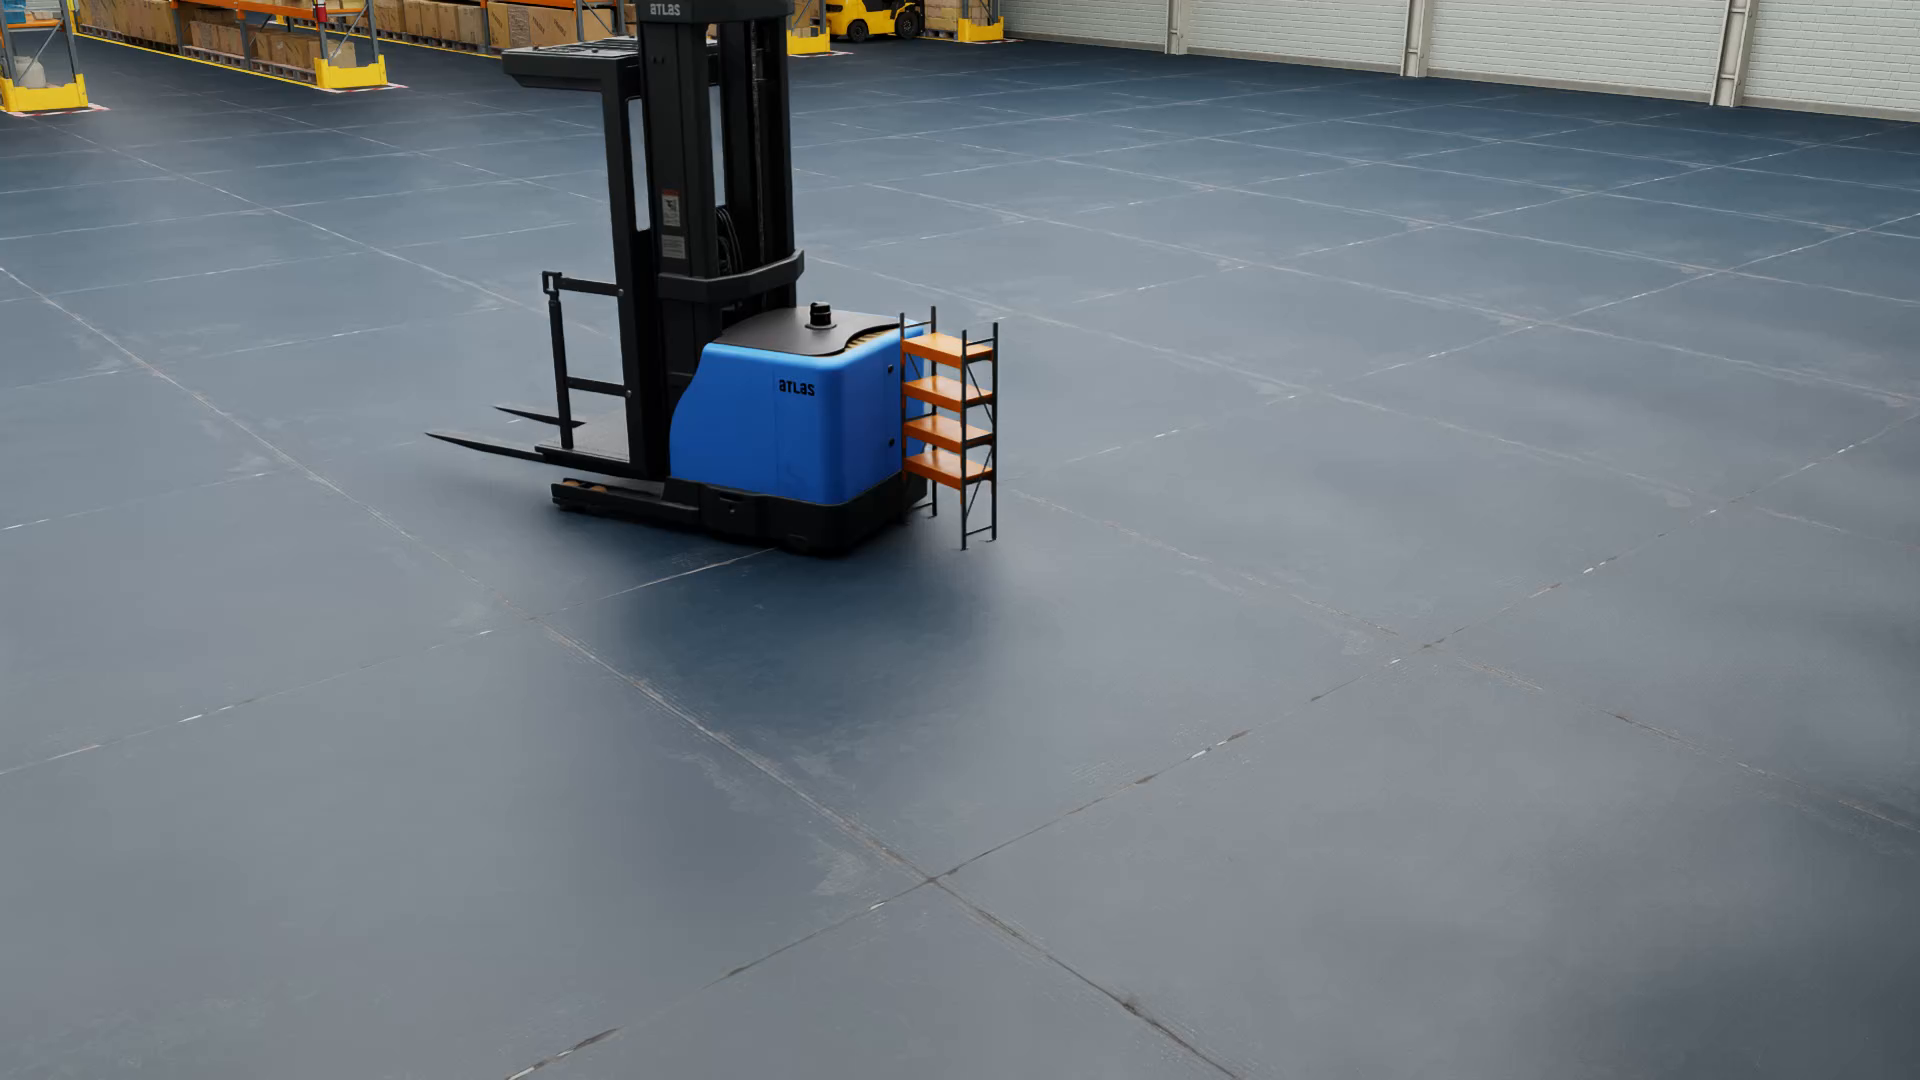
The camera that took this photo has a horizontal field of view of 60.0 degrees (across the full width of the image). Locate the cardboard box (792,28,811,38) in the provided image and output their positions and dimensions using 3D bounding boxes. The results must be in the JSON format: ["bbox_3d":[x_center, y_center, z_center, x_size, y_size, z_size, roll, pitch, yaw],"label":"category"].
[{"bbox_3d":[-3.606,-11.053,36.286,0.500,0.250,0.500,-18,28,-38],"label":"cardboard box"}]

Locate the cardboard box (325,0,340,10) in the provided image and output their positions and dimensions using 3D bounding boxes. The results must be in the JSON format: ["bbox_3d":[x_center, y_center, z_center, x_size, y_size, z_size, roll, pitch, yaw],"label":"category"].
[{"bbox_3d":[-11.139,-9.403,29.222,0.380,0.149,0.250,-17,27,-37],"label":"cardboard box"}]

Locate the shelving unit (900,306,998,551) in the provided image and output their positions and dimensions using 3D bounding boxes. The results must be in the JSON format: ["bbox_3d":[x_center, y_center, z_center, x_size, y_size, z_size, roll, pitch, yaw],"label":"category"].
[{"bbox_3d":[-0.061,-0.598,8.864,0.258,1.200,0.503,-18,28,-38],"label":"shelving unit"}]

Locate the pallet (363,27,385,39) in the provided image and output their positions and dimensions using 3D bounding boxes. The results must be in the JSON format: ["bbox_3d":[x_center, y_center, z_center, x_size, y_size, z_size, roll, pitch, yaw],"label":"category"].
[{"bbox_3d":[-13.496,-12.108,39.608,1.003,0.211,1.213,-17,27,-37],"label":"pallet"}]

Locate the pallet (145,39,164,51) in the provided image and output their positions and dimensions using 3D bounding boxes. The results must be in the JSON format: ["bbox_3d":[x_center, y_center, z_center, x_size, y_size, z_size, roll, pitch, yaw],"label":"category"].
[{"bbox_3d":[-17.268,-10.975,36.714,1.003,0.211,1.213,-17,27,-37],"label":"pallet"}]

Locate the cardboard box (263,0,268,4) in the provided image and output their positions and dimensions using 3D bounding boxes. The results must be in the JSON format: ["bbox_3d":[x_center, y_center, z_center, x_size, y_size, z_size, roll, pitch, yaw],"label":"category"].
[{"bbox_3d":[-12.660,-10.008,30.767,0.380,0.149,0.250,-17,27,-37],"label":"cardboard box"}]

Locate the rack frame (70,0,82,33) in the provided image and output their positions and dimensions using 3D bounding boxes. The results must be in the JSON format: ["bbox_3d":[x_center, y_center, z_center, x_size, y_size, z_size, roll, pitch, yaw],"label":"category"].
[{"bbox_3d":[-21.240,-13.911,40.387,1.000,3.000,0.127,-17,27,-37],"label":"rack frame"}]

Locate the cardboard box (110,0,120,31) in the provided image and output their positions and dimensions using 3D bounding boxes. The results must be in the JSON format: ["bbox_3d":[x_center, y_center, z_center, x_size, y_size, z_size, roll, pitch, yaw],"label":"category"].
[{"bbox_3d":[-19.000,-12.213,38.390,0.875,0.875,0.875,-17,27,-37],"label":"cardboard box"}]

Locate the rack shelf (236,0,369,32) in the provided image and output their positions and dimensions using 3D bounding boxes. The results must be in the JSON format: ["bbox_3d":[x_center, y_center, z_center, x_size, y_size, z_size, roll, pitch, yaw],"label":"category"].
[{"bbox_3d":[-12.102,-9.708,30.643,1.077,0.370,4.000,-17,27,-37],"label":"rack shelf"}]

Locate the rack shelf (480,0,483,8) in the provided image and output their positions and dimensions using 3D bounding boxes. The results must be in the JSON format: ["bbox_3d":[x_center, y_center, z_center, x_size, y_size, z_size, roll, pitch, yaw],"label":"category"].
[{"bbox_3d":[-10.889,-11.966,36.408,1.077,0.370,4.000,-17,27,-37],"label":"rack shelf"}]

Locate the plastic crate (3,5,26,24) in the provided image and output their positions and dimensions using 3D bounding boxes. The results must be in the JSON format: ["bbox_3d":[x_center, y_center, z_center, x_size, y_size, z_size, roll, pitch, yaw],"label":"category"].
[{"bbox_3d":[-15.102,-8.309,26.289,0.499,0.251,0.616,-17,27,-37],"label":"plastic crate"}]

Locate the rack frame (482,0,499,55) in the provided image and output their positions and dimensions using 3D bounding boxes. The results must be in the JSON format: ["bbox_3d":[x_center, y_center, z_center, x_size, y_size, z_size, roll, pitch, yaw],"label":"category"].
[{"bbox_3d":[-9.584,-11.748,34.866,1.000,3.000,0.127,-17,27,-37],"label":"rack frame"}]

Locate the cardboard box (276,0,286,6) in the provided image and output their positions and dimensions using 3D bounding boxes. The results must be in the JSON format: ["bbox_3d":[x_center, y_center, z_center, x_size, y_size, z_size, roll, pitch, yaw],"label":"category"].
[{"bbox_3d":[-12.198,-9.792,30.216,0.380,0.149,0.250,-17,27,-37],"label":"cardboard box"}]

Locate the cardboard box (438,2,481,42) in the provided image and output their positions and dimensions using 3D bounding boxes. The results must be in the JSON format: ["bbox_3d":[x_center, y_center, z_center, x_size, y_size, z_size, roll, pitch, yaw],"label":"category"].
[{"bbox_3d":[-10.684,-11.314,36.265,1.050,0.750,0.750,-17,27,-37],"label":"cardboard box"}]

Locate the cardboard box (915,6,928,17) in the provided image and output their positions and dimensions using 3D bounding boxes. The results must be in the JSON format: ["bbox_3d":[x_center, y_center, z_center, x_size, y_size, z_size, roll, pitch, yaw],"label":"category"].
[{"bbox_3d":[-0.758,-12.519,39.342,0.500,0.250,0.500,-18,28,-39],"label":"cardboard box"}]

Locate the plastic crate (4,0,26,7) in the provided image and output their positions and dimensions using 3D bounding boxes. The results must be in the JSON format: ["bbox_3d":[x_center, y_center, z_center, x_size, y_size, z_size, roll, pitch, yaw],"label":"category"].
[{"bbox_3d":[-16.232,-9.106,28.323,0.499,0.251,0.616,-17,27,-37],"label":"plastic crate"}]

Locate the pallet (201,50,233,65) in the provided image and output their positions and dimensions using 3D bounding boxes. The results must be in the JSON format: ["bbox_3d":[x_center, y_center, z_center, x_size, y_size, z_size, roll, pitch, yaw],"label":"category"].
[{"bbox_3d":[-14.717,-9.849,33.840,1.003,0.211,1.213,-17,27,-37],"label":"pallet"}]

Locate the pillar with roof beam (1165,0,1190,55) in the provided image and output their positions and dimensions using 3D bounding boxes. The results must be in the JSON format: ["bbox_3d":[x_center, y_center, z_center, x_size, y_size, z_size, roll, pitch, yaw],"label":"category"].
[{"bbox_3d":[1.352,-13.550,31.239,9.100,9.000,0.400,-17,27,-37],"label":"pillar with roof beam"}]

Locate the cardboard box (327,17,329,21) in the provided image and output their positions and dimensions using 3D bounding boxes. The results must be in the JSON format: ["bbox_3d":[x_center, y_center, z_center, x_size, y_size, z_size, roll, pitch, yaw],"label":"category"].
[{"bbox_3d":[-15.648,-13.003,41.403,0.380,0.149,0.250,-19,28,-39],"label":"cardboard box"}]

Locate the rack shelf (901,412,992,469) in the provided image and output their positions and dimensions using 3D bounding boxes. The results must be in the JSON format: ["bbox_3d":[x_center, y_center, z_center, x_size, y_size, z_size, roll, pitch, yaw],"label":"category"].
[{"bbox_3d":[-0.061,-0.535,8.889,0.258,0.148,0.480,-18,28,-38],"label":"rack shelf"}]

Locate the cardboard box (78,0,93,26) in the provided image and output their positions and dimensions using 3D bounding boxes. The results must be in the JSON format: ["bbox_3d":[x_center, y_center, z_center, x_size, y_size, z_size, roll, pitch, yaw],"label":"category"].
[{"bbox_3d":[-20.762,-12.959,40.295,0.875,0.875,0.875,-17,27,-37],"label":"cardboard box"}]

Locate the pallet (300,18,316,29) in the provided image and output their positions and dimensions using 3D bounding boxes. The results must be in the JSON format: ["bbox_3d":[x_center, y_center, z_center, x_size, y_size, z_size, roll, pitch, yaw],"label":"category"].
[{"bbox_3d":[-16.072,-13.174,42.331,1.003,0.211,1.213,-17,27,-37],"label":"pallet"}]

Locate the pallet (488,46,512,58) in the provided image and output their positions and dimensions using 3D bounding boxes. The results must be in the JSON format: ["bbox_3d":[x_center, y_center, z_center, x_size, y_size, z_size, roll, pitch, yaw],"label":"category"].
[{"bbox_3d":[-9.147,-10.221,34.790,1.003,0.211,1.213,-17,27,-37],"label":"pallet"}]

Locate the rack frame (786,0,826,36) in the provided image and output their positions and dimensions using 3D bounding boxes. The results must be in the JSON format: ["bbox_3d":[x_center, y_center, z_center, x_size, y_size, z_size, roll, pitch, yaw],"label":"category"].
[{"bbox_3d":[-3.289,-11.849,35.124,1.000,3.000,0.127,-17,27,-37],"label":"rack frame"}]

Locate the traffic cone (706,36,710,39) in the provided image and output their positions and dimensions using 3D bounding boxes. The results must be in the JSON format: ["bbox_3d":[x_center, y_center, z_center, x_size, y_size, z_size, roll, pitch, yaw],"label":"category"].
[{"bbox_3d":[-5.166,-10.121,34.191,0.336,0.463,0.334,-17,27,-37],"label":"traffic cone"}]

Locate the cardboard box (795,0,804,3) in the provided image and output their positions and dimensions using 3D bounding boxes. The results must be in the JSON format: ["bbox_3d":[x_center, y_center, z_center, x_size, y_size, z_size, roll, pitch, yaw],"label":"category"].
[{"bbox_3d":[-3.924,-13.978,43.239,0.875,0.625,0.625,-16,27,-36],"label":"cardboard box"}]

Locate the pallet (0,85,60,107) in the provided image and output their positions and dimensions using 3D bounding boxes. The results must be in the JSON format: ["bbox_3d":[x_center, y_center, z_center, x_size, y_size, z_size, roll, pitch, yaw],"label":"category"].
[{"bbox_3d":[-15.160,-7.248,27.200,1.003,0.211,1.213,-17,27,-37],"label":"pallet"}]

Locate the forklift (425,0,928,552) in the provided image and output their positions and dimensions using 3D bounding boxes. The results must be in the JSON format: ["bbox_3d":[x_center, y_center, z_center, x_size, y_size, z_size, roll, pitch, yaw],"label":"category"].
[{"bbox_3d":[-1.734,-1.661,9.205,3.031,2.935,1.130,11,24,25],"label":"forklift"}]

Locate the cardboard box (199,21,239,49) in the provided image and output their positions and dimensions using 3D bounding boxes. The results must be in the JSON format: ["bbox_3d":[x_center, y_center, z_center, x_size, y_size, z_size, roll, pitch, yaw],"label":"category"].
[{"bbox_3d":[-15.194,-10.411,34.275,0.500,0.500,0.700,20,29,41],"label":"cardboard box"}]

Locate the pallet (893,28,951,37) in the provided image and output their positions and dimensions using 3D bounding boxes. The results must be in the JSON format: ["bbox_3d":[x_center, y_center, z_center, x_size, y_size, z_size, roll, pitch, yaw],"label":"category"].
[{"bbox_3d":[-0.854,-12.272,40.026,1.003,0.211,1.213,-17,27,-37],"label":"pallet"}]

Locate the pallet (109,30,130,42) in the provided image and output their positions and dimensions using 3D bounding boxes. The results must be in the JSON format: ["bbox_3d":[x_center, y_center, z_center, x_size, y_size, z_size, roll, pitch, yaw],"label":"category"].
[{"bbox_3d":[-19.067,-11.736,38.658,1.003,0.211,1.213,-17,27,-37],"label":"pallet"}]

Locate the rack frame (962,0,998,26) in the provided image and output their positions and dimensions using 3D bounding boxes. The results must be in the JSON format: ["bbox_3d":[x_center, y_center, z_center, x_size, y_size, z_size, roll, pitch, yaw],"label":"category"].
[{"bbox_3d":[0.469,-13.032,38.143,1.000,3.000,0.127,-17,27,-37],"label":"rack frame"}]

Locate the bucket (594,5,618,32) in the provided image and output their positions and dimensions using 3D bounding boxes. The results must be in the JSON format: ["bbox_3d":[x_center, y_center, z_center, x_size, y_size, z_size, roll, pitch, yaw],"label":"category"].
[{"bbox_3d":[-7.749,-11.443,36.491,0.726,0.611,0.620,-8,13,-19],"label":"bucket"}]

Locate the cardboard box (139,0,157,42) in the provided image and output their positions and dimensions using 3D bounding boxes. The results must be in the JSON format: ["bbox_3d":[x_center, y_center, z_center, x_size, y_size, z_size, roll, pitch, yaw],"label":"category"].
[{"bbox_3d":[-17.029,-11.350,36.188,1.225,0.875,0.875,-17,27,-37],"label":"cardboard box"}]

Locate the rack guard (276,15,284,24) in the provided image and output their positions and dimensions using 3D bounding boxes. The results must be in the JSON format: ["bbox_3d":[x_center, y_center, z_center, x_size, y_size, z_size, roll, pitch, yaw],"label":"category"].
[{"bbox_3d":[-17.367,-13.879,43.733,1.175,0.500,0.348,-17,27,-37],"label":"rack guard"}]

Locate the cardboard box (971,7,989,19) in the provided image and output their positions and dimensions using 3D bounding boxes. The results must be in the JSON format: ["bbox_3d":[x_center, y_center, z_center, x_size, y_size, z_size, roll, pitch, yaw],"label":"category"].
[{"bbox_3d":[0.319,-12.359,38.935,0.500,0.250,0.500,-17,27,-36],"label":"cardboard box"}]

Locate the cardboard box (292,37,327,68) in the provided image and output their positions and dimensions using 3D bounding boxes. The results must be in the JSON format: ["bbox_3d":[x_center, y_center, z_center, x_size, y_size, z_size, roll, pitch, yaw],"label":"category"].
[{"bbox_3d":[-12.002,-9.033,30.785,0.500,0.500,0.500,-14,26,-33],"label":"cardboard box"}]

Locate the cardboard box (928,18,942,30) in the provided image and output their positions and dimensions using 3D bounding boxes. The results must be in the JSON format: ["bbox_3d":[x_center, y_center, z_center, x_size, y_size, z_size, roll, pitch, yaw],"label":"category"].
[{"bbox_3d":[-0.394,-12.141,39.064,0.500,0.250,0.500,-17,27,-37],"label":"cardboard box"}]

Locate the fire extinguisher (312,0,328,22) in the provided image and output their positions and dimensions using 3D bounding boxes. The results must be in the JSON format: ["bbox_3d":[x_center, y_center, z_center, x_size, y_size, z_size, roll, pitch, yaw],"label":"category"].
[{"bbox_3d":[-11.071,-9.313,28.754,0.296,0.674,0.183,-17,27,-37],"label":"fire extinguisher"}]

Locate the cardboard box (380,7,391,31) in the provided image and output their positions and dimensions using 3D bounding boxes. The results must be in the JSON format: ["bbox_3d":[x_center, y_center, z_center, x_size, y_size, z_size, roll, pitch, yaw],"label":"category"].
[{"bbox_3d":[-13.159,-12.149,38.740,0.500,0.500,0.500,-16,27,-35],"label":"cardboard box"}]

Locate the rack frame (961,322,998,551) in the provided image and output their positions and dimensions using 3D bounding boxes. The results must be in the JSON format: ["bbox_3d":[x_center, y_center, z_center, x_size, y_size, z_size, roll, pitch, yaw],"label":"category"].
[{"bbox_3d":[0.101,-0.531,8.695,0.240,1.200,0.015,-18,28,-38],"label":"rack frame"}]

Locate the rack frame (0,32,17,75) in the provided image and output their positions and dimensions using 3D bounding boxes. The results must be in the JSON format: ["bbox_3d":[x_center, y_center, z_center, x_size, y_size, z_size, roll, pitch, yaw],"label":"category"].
[{"bbox_3d":[-17.160,-9.416,28.912,1.000,3.000,0.127,-17,27,-37],"label":"rack frame"}]

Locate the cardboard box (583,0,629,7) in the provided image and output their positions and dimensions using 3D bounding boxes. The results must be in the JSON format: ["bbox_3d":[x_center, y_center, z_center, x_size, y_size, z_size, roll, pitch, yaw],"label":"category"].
[{"bbox_3d":[-8.899,-13.476,41.616,0.875,0.875,0.875,-18,28,-38],"label":"cardboard box"}]

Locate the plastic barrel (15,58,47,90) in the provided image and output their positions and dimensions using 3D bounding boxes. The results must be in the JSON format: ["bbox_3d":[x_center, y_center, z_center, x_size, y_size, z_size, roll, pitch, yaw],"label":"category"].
[{"bbox_3d":[-15.036,-7.512,26.885,0.421,0.512,0.421,0,21,0],"label":"plastic barrel"}]

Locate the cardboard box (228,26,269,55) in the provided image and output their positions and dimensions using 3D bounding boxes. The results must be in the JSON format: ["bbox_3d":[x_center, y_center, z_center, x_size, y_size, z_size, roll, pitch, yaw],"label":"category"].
[{"bbox_3d":[-14.089,-9.947,33.092,0.700,0.500,0.500,-18,27,-38],"label":"cardboard box"}]

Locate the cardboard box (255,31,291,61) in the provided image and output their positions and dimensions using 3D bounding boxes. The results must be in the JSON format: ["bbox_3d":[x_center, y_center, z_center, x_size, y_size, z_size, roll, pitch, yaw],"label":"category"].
[{"bbox_3d":[-13.177,-9.507,31.995,0.500,0.500,0.500,-18,28,-39],"label":"cardboard box"}]

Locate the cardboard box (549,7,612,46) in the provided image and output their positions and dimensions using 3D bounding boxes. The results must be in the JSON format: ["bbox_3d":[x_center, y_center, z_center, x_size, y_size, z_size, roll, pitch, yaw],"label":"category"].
[{"bbox_3d":[-7.466,-10.021,32.793,0.875,0.875,0.875,-17,27,-37],"label":"cardboard box"}]

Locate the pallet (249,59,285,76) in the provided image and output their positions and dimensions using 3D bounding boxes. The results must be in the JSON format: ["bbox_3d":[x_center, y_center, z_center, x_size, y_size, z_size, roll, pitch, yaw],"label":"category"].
[{"bbox_3d":[-12.942,-9.120,31.978,1.003,0.211,1.213,-17,27,-37],"label":"pallet"}]

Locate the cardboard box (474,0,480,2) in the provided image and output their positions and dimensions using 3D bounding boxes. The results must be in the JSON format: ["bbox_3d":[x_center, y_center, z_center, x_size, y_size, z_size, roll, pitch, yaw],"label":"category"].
[{"bbox_3d":[-13.226,-15.114,46.396,0.875,0.438,0.875,-19,28,-39],"label":"cardboard box"}]

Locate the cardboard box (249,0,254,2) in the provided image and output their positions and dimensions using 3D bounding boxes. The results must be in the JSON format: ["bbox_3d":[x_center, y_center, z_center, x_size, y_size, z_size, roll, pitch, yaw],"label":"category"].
[{"bbox_3d":[-13.157,-10.213,31.290,0.380,0.149,0.250,-17,27,-37],"label":"cardboard box"}]

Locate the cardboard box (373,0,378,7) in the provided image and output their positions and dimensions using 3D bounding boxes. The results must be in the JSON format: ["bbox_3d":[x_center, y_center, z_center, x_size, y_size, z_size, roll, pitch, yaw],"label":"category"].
[{"bbox_3d":[-13.498,-12.642,38.970,0.500,0.250,0.500,-17,27,-36],"label":"cardboard box"}]

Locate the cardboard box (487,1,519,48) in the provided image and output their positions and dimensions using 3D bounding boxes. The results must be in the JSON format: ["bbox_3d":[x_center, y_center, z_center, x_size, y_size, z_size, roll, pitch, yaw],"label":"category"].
[{"bbox_3d":[-9.226,-10.764,34.690,0.875,0.875,0.875,-17,27,-37],"label":"cardboard box"}]

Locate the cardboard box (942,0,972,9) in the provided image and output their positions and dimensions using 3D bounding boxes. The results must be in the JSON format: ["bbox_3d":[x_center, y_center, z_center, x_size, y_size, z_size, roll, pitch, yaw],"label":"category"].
[{"bbox_3d":[-0.068,-12.466,38.521,0.500,0.250,0.500,-16,27,-36],"label":"cardboard box"}]

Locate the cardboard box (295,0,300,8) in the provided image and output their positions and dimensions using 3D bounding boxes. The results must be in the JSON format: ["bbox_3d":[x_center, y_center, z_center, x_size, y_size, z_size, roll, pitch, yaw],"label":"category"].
[{"bbox_3d":[-11.655,-9.601,29.730,0.380,0.149,0.250,-17,27,-37],"label":"cardboard box"}]

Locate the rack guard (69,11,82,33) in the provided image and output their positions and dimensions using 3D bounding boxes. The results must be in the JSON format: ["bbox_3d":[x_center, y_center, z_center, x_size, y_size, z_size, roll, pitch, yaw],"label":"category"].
[{"bbox_3d":[-21.256,-12.753,40.860,1.175,0.500,0.348,-17,27,-37],"label":"rack guard"}]

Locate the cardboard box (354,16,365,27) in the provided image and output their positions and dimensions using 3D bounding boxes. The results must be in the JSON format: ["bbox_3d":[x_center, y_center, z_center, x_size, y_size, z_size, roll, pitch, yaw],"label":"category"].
[{"bbox_3d":[-14.178,-12.577,39.833,0.500,0.500,0.500,-16,26,-35],"label":"cardboard box"}]

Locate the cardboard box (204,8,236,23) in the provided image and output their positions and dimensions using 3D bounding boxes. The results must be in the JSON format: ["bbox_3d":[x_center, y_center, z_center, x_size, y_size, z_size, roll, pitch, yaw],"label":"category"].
[{"bbox_3d":[-15.204,-10.768,34.160,0.500,0.250,0.500,-14,25,-32],"label":"cardboard box"}]
